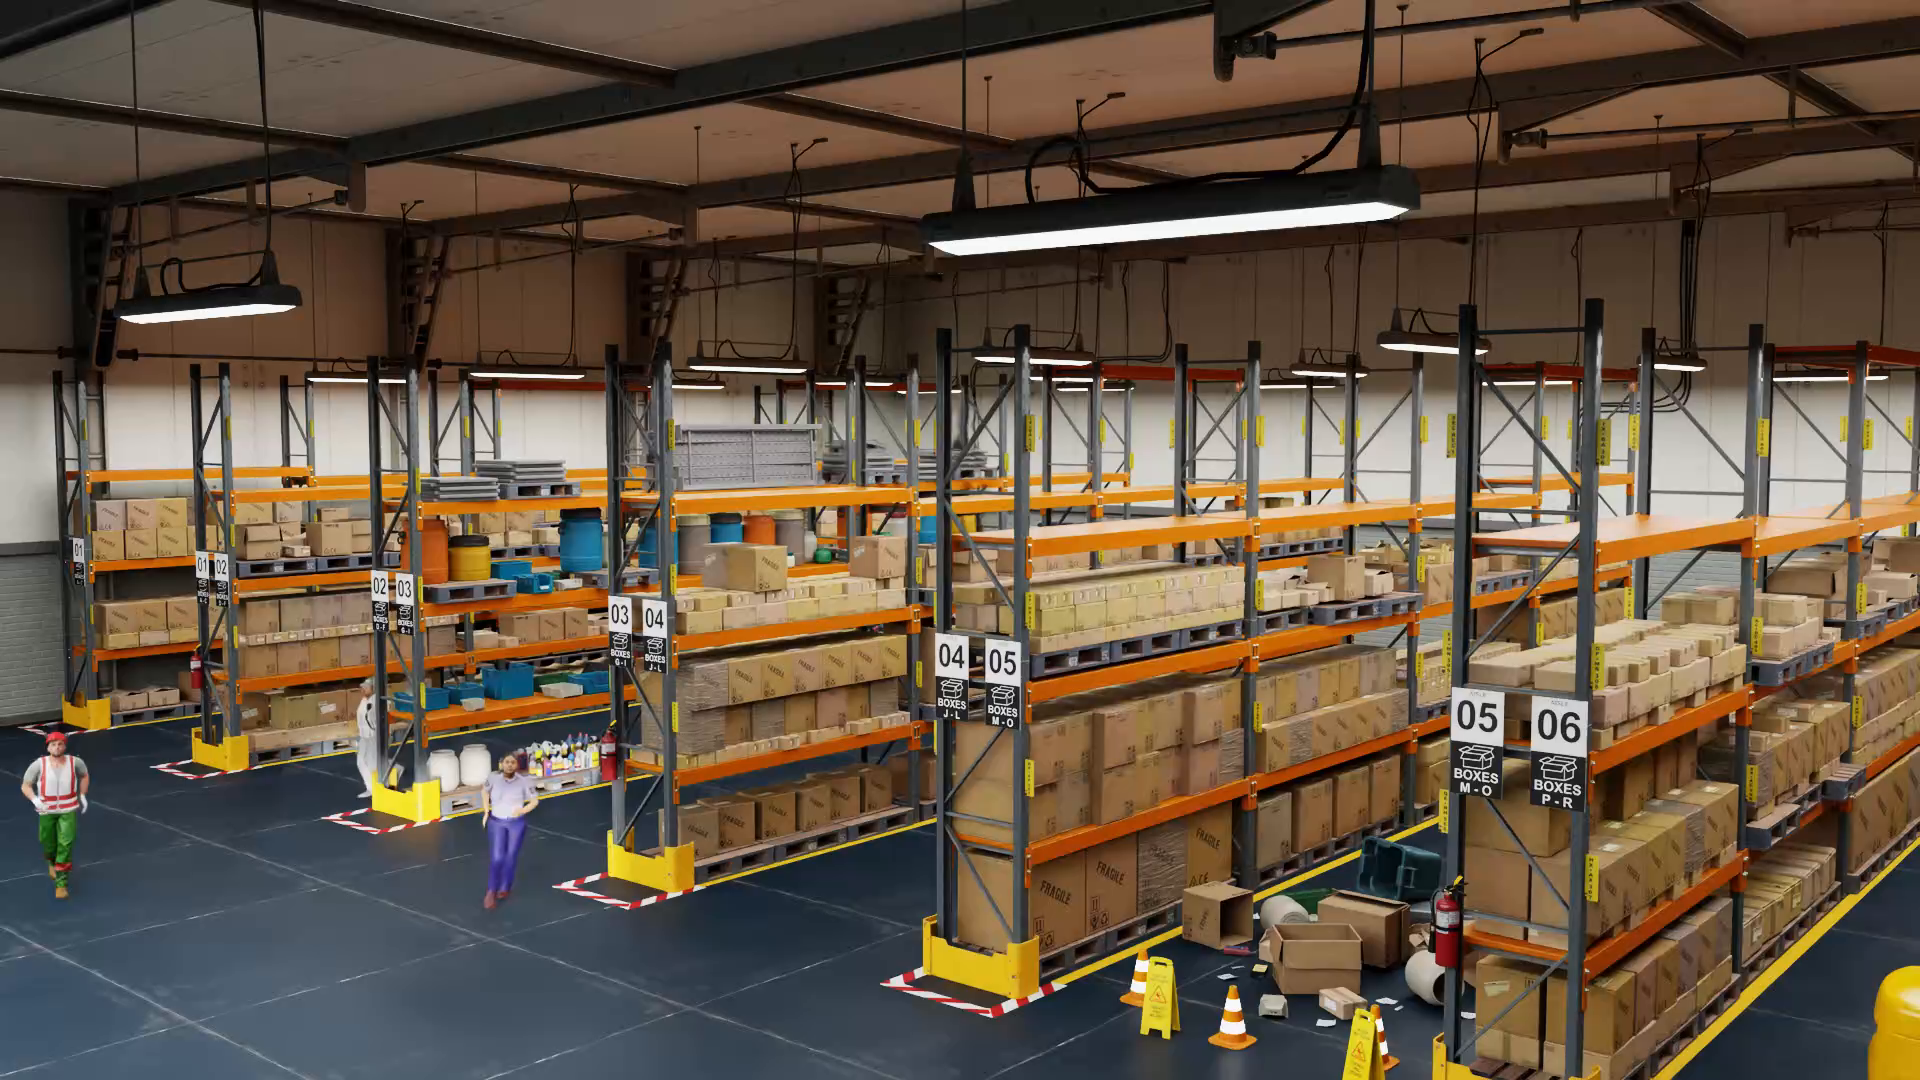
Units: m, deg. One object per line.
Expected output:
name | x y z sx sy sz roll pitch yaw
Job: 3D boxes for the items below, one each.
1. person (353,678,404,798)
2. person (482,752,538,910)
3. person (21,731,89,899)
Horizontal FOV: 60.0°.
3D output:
person | -8.046 2.707 22.960 0.622 1.637 0.606 3 5 39
person | -4.801 3.070 17.722 0.574 1.611 0.652 -1 4 -13
person | -9.884 2.972 18.203 0.661 1.775 0.854 -2 5 -30
